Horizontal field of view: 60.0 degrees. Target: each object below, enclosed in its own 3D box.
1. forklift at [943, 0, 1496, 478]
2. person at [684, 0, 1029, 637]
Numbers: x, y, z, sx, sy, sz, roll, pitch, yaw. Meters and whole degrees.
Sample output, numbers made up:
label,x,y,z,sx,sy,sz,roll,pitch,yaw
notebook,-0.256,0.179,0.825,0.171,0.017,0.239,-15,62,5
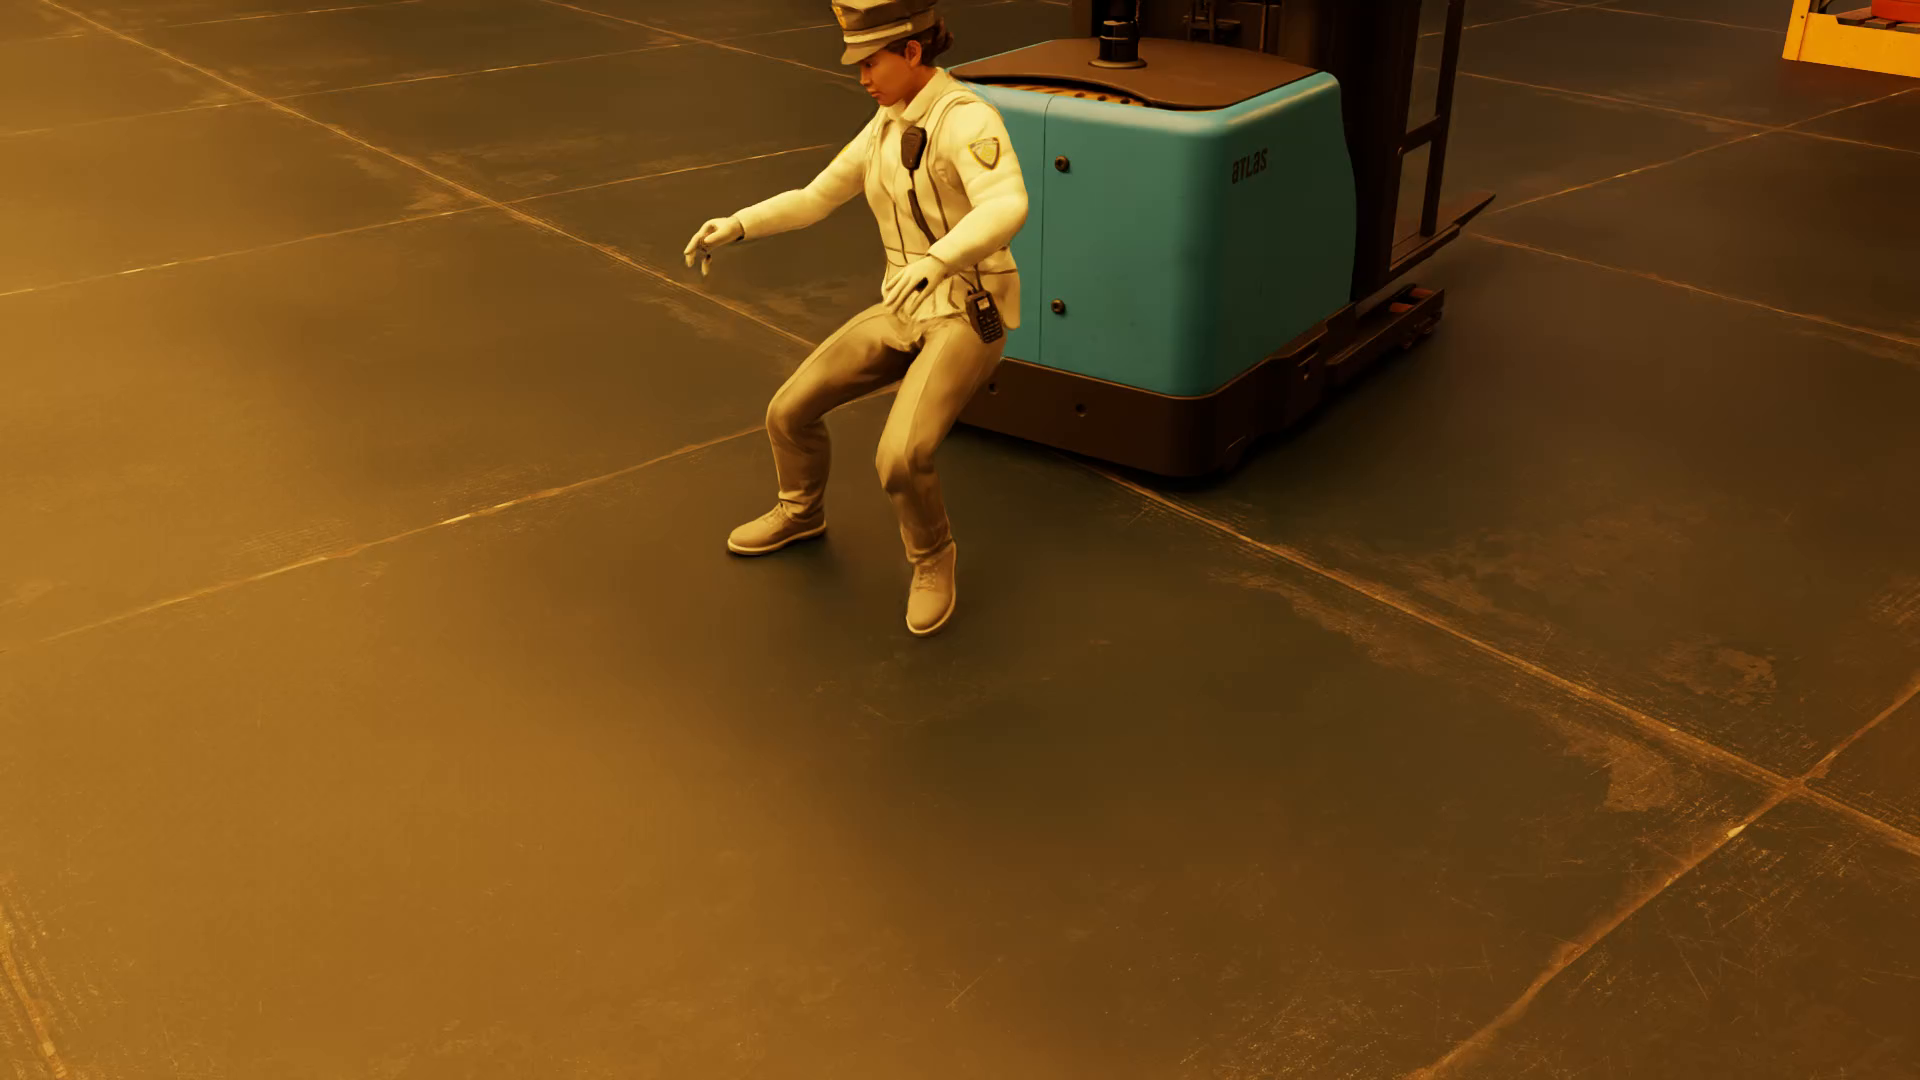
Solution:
label,x,y,z,sx,sy,sz,roll,pitch,yaw
forklift,1.088,-2.090,5.417,1.130,2.935,3.031,17,31,31
person,-0.222,-0.528,3.910,0.710,1.470,0.906,-17,31,-30
